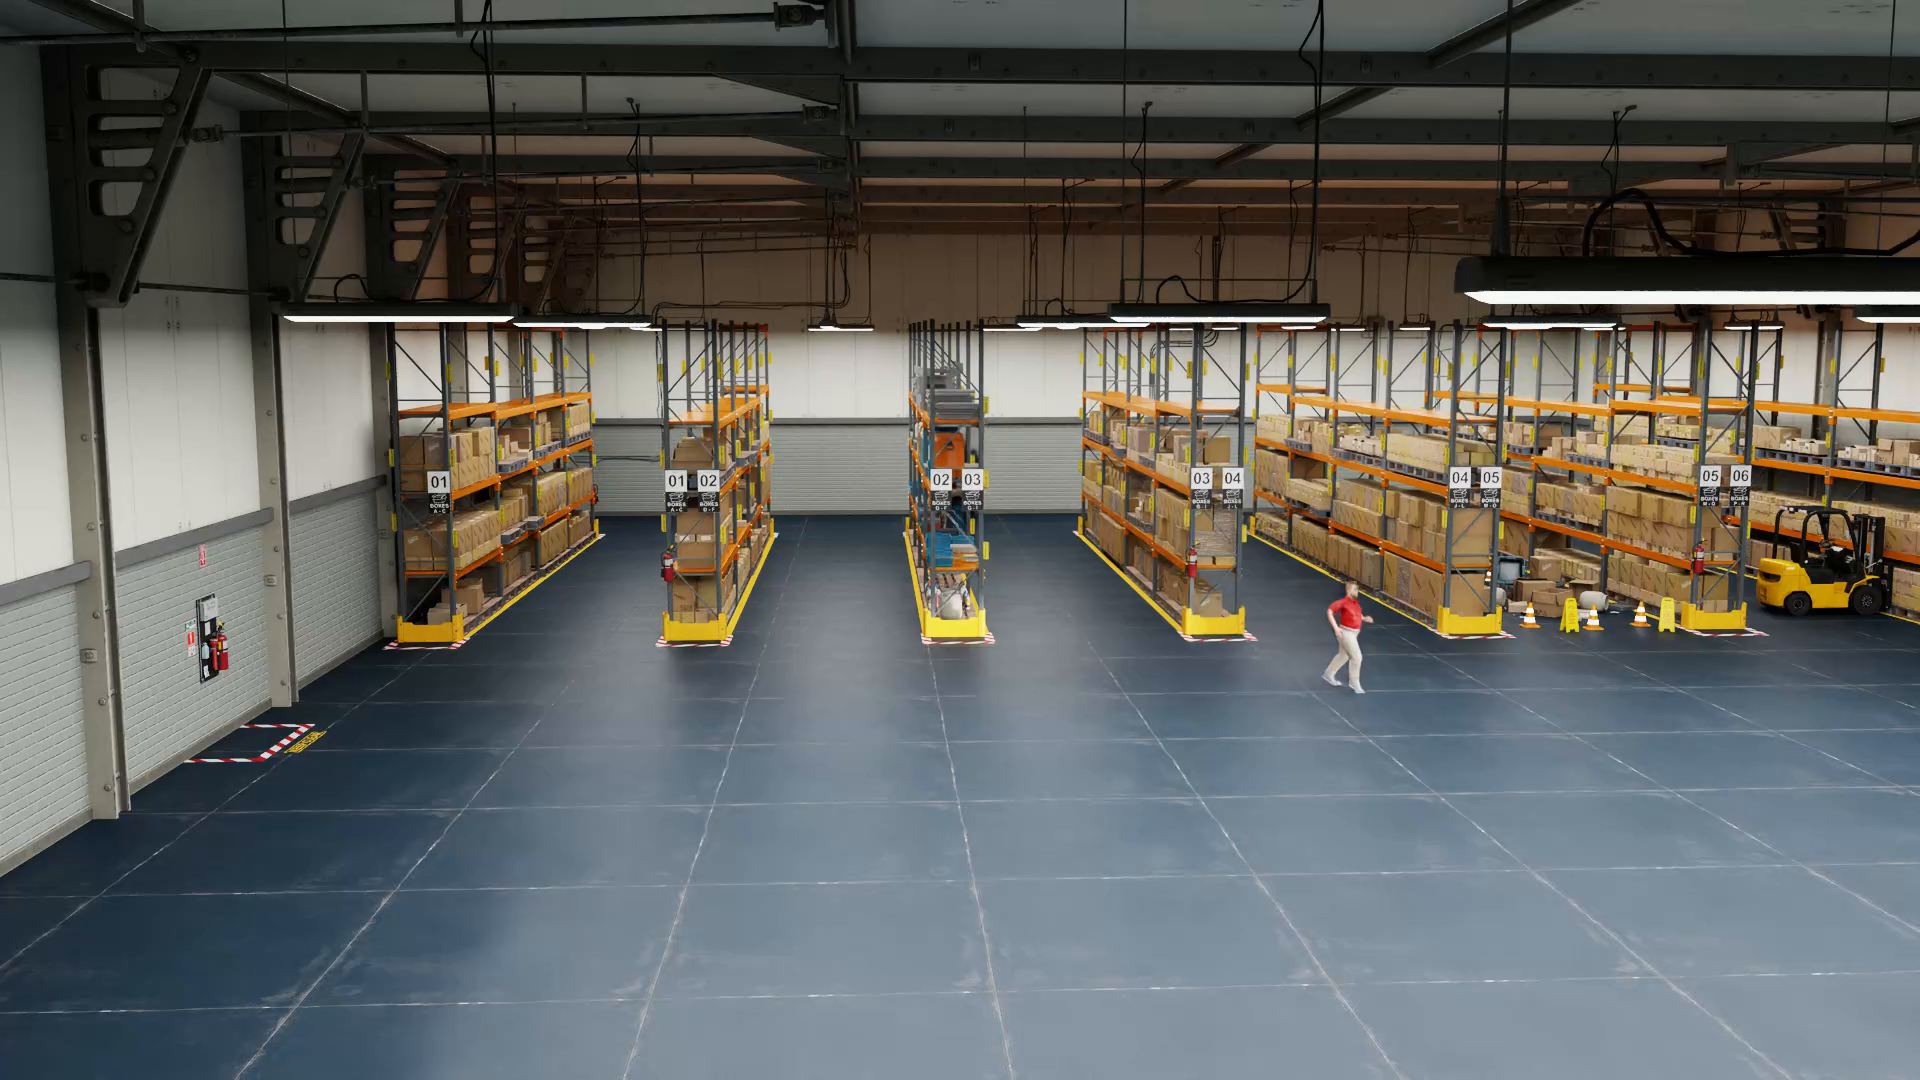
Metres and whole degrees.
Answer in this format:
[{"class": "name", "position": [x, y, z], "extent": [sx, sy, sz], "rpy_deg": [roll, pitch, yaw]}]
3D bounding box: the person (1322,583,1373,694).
[{"class": "person", "position": [6.253, 1.576, 26.832], "extent": [0.799, 1.785, 0.645], "rpy_deg": [4, 8, 30]}]

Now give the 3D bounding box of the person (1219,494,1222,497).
[{"class": "person", "position": [7.941, -1.127, 48.864], "extent": [0.559, 1.691, 0.805], "rpy_deg": [-4, 8, -29]}]
